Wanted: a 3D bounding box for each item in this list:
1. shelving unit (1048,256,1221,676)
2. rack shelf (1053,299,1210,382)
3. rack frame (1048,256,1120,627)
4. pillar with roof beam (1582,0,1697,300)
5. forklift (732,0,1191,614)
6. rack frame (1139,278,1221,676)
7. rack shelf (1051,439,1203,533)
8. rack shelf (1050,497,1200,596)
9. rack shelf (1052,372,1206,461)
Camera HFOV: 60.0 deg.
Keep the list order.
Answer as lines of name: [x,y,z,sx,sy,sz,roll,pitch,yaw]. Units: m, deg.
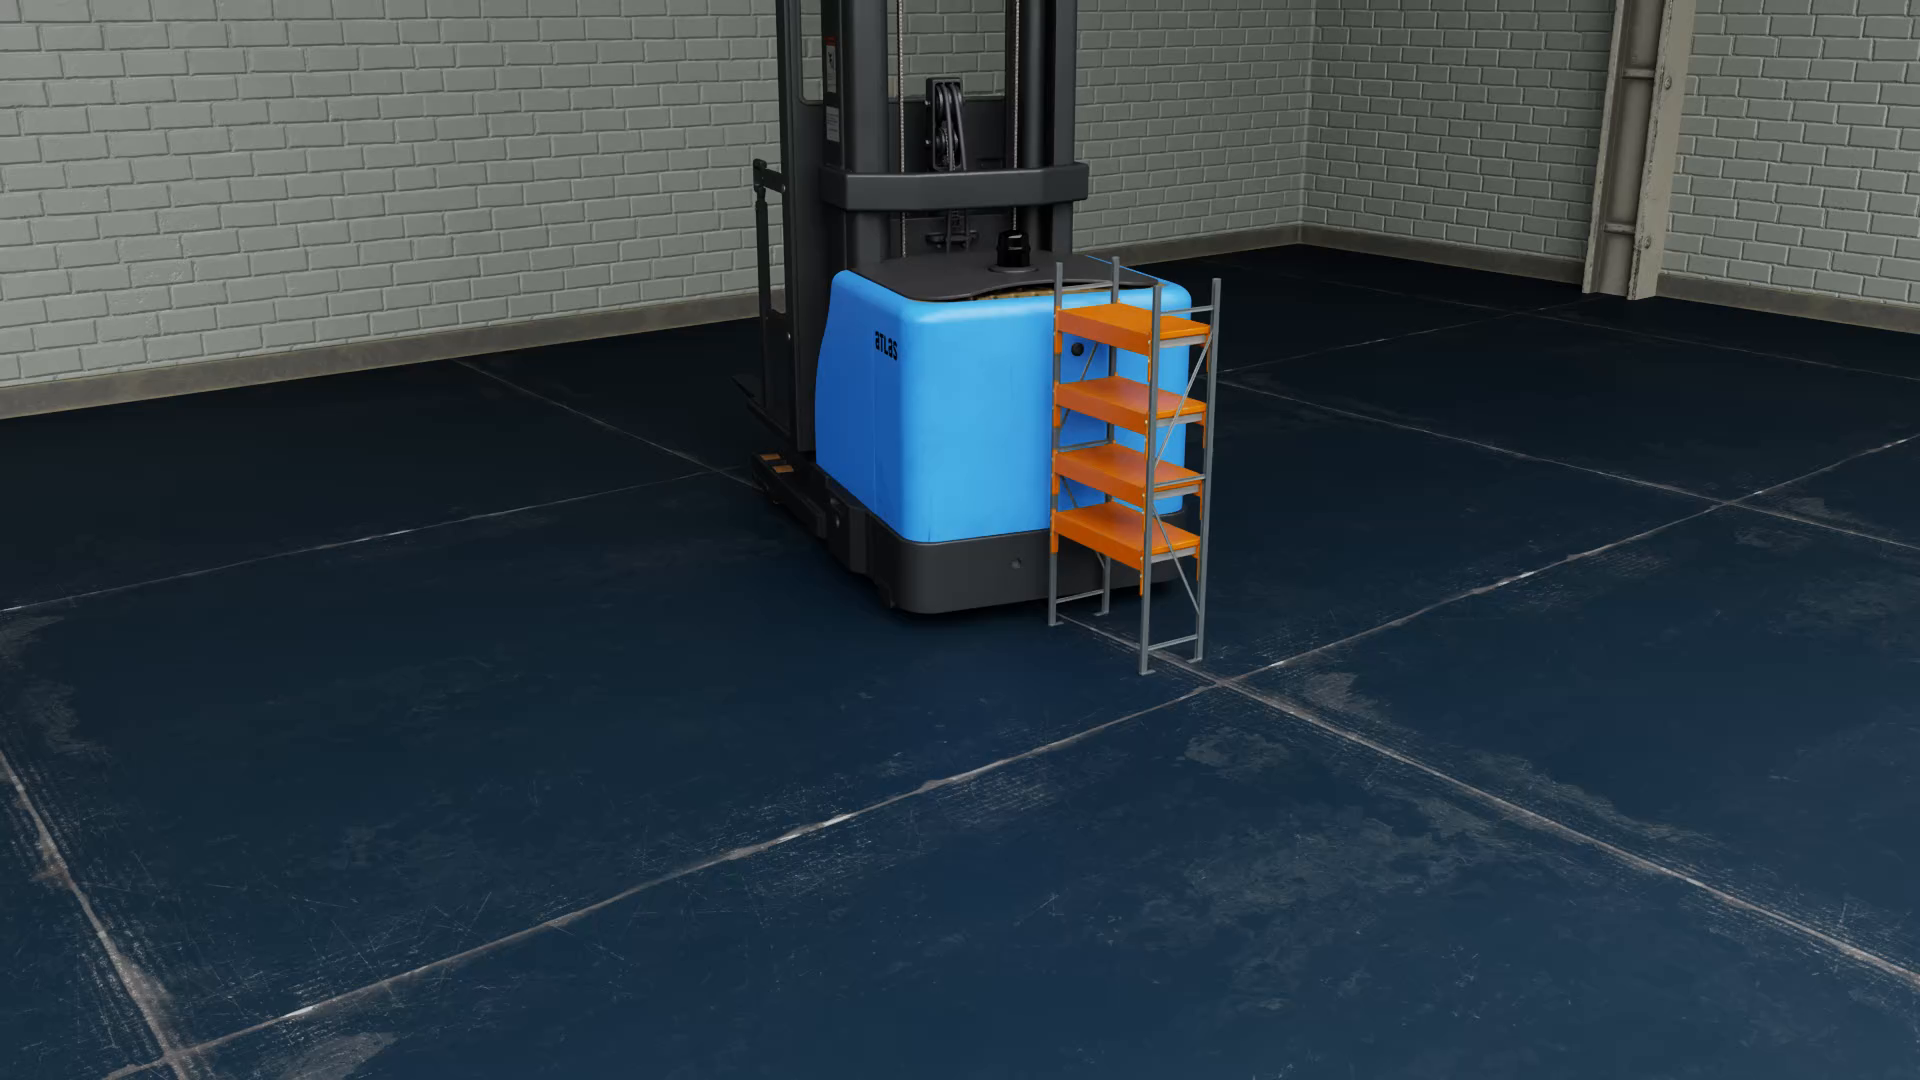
shelving unit: [0.526,-0.239,5.174,0.258,1.200,0.503,-11,21,-30]
rack shelf: [0.526,-0.612,5.051,0.258,0.148,0.480,-11,21,-30]
rack frame: [0.397,-0.304,5.371,0.240,1.200,0.015,-11,21,-30]
pillar with roof beam: [1.191,-5.137,7.562,9.100,9.000,0.400,-14,23,-36]
forklift: [-0.231,-1.576,6.458,1.130,2.935,3.031,-7,20,-20]
rack frame: [0.655,-0.173,4.978,0.240,1.200,0.015,-11,21,-30]
rack shelf: [0.526,-0.175,5.195,0.258,0.148,0.480,-11,21,-30]
rack shelf: [0.526,0.014,5.258,0.258,0.148,0.480,-11,21,-30]
rack shelf: [0.526,-0.387,5.125,0.258,0.148,0.480,-11,21,-30]
